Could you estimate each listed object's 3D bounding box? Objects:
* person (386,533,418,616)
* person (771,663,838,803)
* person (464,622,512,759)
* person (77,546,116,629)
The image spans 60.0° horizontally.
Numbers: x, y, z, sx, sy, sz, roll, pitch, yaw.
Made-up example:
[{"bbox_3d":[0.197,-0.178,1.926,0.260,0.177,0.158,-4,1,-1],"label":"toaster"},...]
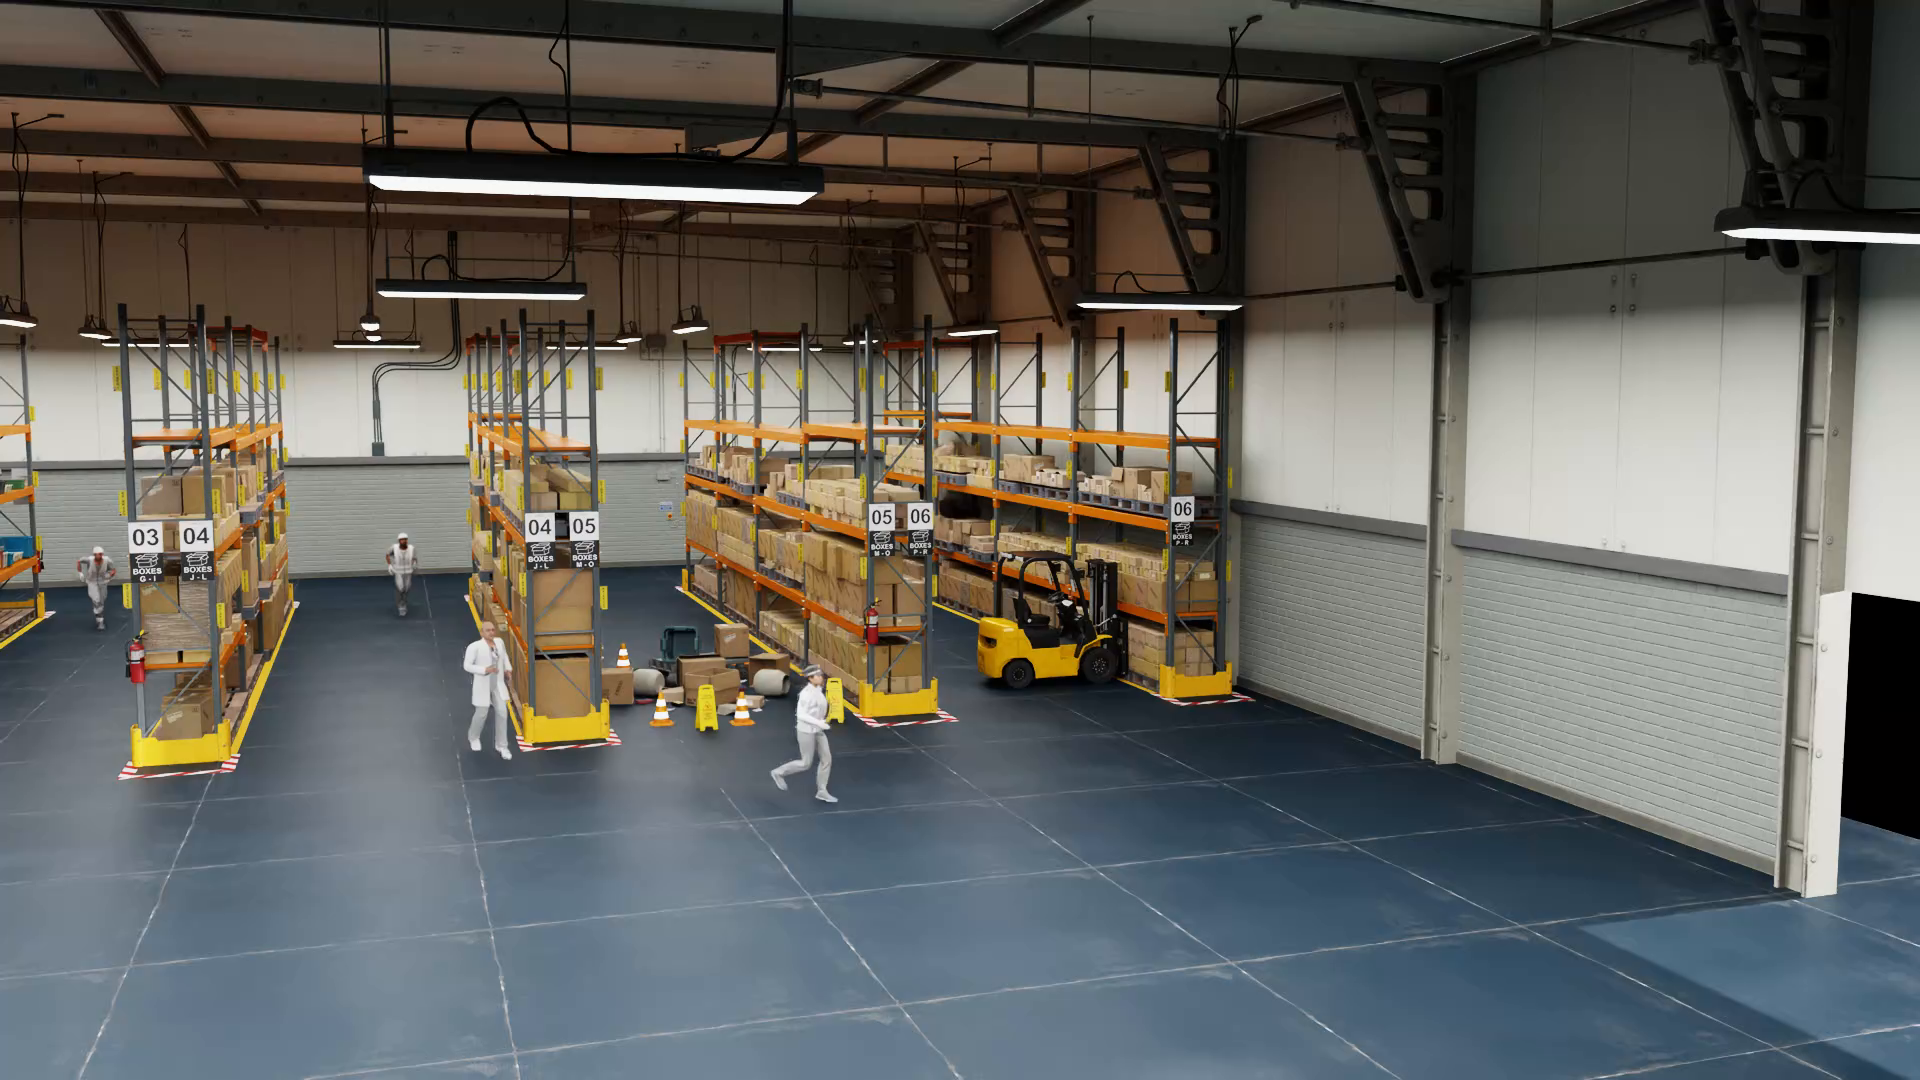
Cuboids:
[{"bbox_3d":[-11.987,0.747,35.812,0.610,1.827,0.871,-4,7,-34],"label":"person"},{"bbox_3d":[-1.853,2.294,19.909,0.829,1.679,0.607,2,6,19],"label":"person"},{"bbox_3d":[-6.334,2.010,22.330,0.738,1.830,0.884,-5,7,-41],"label":"person"},{"bbox_3d":[-17.665,0.959,34.047,0.706,1.732,1.053,-3,6,-31],"label":"person"}]
